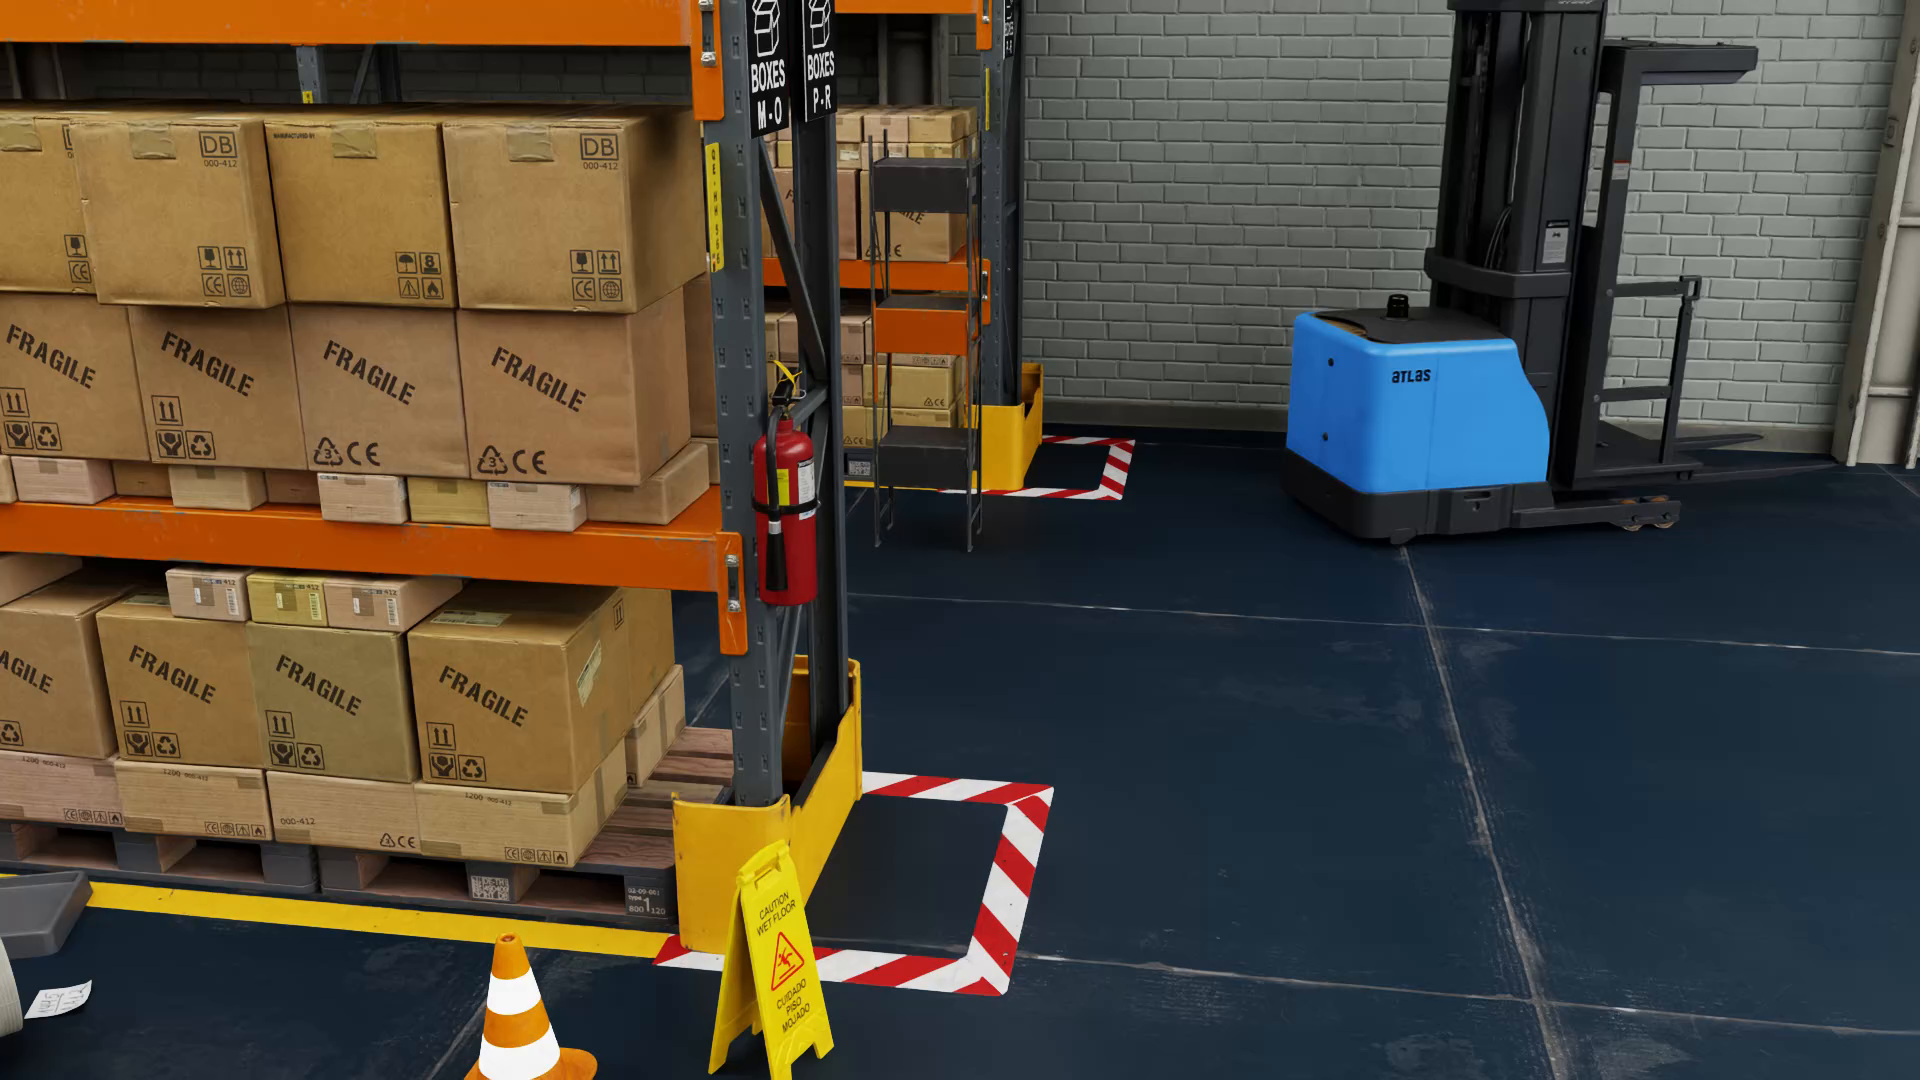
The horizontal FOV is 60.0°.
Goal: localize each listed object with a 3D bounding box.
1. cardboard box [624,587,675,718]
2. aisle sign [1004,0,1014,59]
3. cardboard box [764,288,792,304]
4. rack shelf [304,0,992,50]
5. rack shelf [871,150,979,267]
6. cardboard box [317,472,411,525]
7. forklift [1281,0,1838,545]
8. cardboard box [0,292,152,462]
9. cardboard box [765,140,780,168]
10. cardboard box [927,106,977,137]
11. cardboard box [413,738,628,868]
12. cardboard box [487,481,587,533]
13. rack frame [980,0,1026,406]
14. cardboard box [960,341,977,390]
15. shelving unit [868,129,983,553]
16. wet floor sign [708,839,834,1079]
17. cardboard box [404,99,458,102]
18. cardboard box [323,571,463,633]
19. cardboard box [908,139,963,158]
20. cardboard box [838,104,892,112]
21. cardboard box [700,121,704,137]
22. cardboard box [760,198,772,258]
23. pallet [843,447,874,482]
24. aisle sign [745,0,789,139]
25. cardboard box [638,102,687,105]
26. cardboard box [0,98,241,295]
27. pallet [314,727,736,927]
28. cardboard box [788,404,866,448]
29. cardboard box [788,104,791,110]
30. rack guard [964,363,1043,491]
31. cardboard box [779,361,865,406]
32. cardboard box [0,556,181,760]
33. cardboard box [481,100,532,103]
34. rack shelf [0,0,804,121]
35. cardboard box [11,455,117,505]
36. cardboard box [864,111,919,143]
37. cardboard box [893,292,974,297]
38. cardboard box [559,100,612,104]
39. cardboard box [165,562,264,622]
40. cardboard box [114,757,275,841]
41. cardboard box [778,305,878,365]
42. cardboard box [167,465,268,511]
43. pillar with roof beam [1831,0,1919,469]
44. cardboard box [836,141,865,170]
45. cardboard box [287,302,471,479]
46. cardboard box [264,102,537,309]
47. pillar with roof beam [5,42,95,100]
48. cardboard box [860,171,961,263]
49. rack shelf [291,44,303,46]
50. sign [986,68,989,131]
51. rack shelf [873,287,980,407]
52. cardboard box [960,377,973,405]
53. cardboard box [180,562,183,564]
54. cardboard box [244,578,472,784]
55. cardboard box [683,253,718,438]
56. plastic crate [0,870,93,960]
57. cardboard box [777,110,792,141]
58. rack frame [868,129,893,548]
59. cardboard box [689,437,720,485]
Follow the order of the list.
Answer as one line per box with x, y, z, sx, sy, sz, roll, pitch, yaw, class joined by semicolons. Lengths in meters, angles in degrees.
-1.309;0.277;5.736;0.500;0.500;0.500;2;19;7;cardboard box
0.269;-3.036;9.053;0.004;0.787;0.394;3;19;9;aisle sign
-1.180;-1.404;10.368;0.500;0.250;0.500;3;19;8;cardboard box
-1.724;-3.081;9.689;4.000;0.370;1.077;3;19;9;rack shelf
-0.163;-1.655;8.277;0.480;0.518;0.431;3;19;9;rack shelf
-1.713;-0.177;5.001;0.250;0.149;0.380;3;19;10;cardboard box
3.403;-1.595;8.952;3.031;2.935;1.130;-4;19;-13;forklift
-2.597;-0.557;5.115;0.500;0.500;0.500;3;19;9;cardboard box
-1.154;-2.234;9.572;0.250;0.149;0.380;2;19;7;cardboard box
-0.047;-2.479;9.835;0.250;0.149;0.380;3;19;8;cardboard box
-1.398;0.804;5.345;0.500;0.250;0.500;3;19;8;cardboard box
-1.204;-0.154;4.932;0.250;0.149;0.380;3;19;8;cardboard box
0.250;-1.899;9.750;0.127;3.000;1.000;3;19;9;rack frame
-0.181;-1.120;10.306;0.500;0.250;0.500;3;19;10;cardboard box
-0.163;-1.004;8.495;0.503;2.100;0.431;3;19;9;shelving unit
-0.515;1.118;4.445;0.232;0.644;0.267;10;21;27;wet floor sign
-3.336;-2.675;10.421;0.250;0.149;0.380;3;19;9;cardboard box
-1.739;0.142;5.119;0.250;0.149;0.380;3;19;10;cardboard box
-0.136;-2.183;9.421;0.250;0.149;0.380;3;19;9;cardboard box
-0.563;-2.511;9.932;0.250;0.149;0.380;3;19;10;cardboard box
-1.413;-2.380;9.539;0.250;0.149;0.380;3;19;10;cardboard box
-1.294;-1.943;9.726;0.500;0.500;0.500;3;19;8;cardboard box
-0.511;-0.602;10.269;1.213;0.211;1.003;3;19;9;pallet
-0.518;-1.482;4.409;0.004;0.787;0.394;3;19;9;aisle sign
-1.831;-2.578;10.131;0.250;0.149;0.380;3;19;10;cardboard box
-2.561;-1.053;5.021;0.500;0.500;0.700;3;19;8;cardboard box
-1.405;0.923;5.711;1.213;0.211;1.003;3;19;9;pallet
-0.753;-0.747;9.979;0.500;0.250;0.500;3;19;9;cardboard box
-1.069;-2.534;10.000;0.250;0.149;0.380;4;19;10;cardboard box
0.274;-0.712;10.143;0.348;0.500;1.175;3;19;9;rack guard
-0.773;-0.986;9.907;0.500;0.250;0.500;3;19;8;cardboard box
-2.901;0.369;5.464;0.500;0.500;0.500;4;19;12;cardboard box
-2.831;-2.640;10.317;0.250;0.149;0.380;3;19;8;cardboard box
-2.508;-1.525;5.041;4.000;0.370;1.077;3;19;9;rack shelf
-2.708;-0.238;5.183;0.250;0.149;0.380;3;19;8;cardboard box
-0.385;-2.349;9.449;0.250;0.149;0.380;3;19;9;cardboard box
-0.194;-1.352;10.211;0.500;0.250;0.500;3;19;8;cardboard box
-2.321;-2.628;10.280;0.250;0.149;0.380;3;19;8;cardboard box
-2.246;0.115;5.201;0.250;0.149;0.380;4;19;11;cardboard box
-2.402;0.752;5.500;0.500;0.250;0.500;2;19;7;cardboard box
-0.759;-1.217;9.810;0.500;0.250;0.500;3;19;10;cardboard box
-2.210;-0.219;5.125;0.250;0.149;0.380;3;19;8;cardboard box
4.947;-3.410;4.814;0.400;9.000;9.100;3;19;9;pillar with roof beam
-0.640;-2.219;9.528;0.250;0.149;0.380;3;19;10;cardboard box
-1.606;-0.500;4.942;0.500;0.500;0.500;3;19;9;cardboard box
-1.571;-0.991;4.836;0.500;0.500;0.700;3;19;9;cardboard box
-6.901;-4.014;6.619;0.400;9.000;9.100;3;19;9;pillar with roof beam
-0.277;-1.889;9.563;0.500;0.500;0.500;3;19;7;cardboard box
-5.674;-3.282;10.291;4.000;0.370;1.077;3;19;9;rack shelf
0.151;-2.391;9.023;0.005;0.325;0.100;3;19;9;sign
-0.163;-0.991;8.499;0.480;0.518;0.431;3;19;9;rack shelf
-0.203;-0.880;10.377;0.500;0.250;0.500;3;19;9;cardboard box
-2.849;0.200;5.966;0.500;0.500;0.500;4;19;12;cardboard box
-1.881;0.422;5.305;0.500;0.500;0.500;4;19;11;cardboard box
-0.957;-0.643;5.370;0.500;0.500;0.500;3;19;8;cardboard box
-3.062;1.176;5.163;0.583;0.080;0.402;-3;19;-10;plastic crate
-0.882;-2.390;9.570;0.250;0.149;0.380;3;19;9;cardboard box
-0.404;-1.016;8.532;0.015;2.100;0.400;3;19;9;rack frame
-0.836;-0.306;5.387;0.250;0.149;0.380;3;19;9;cardboard box
